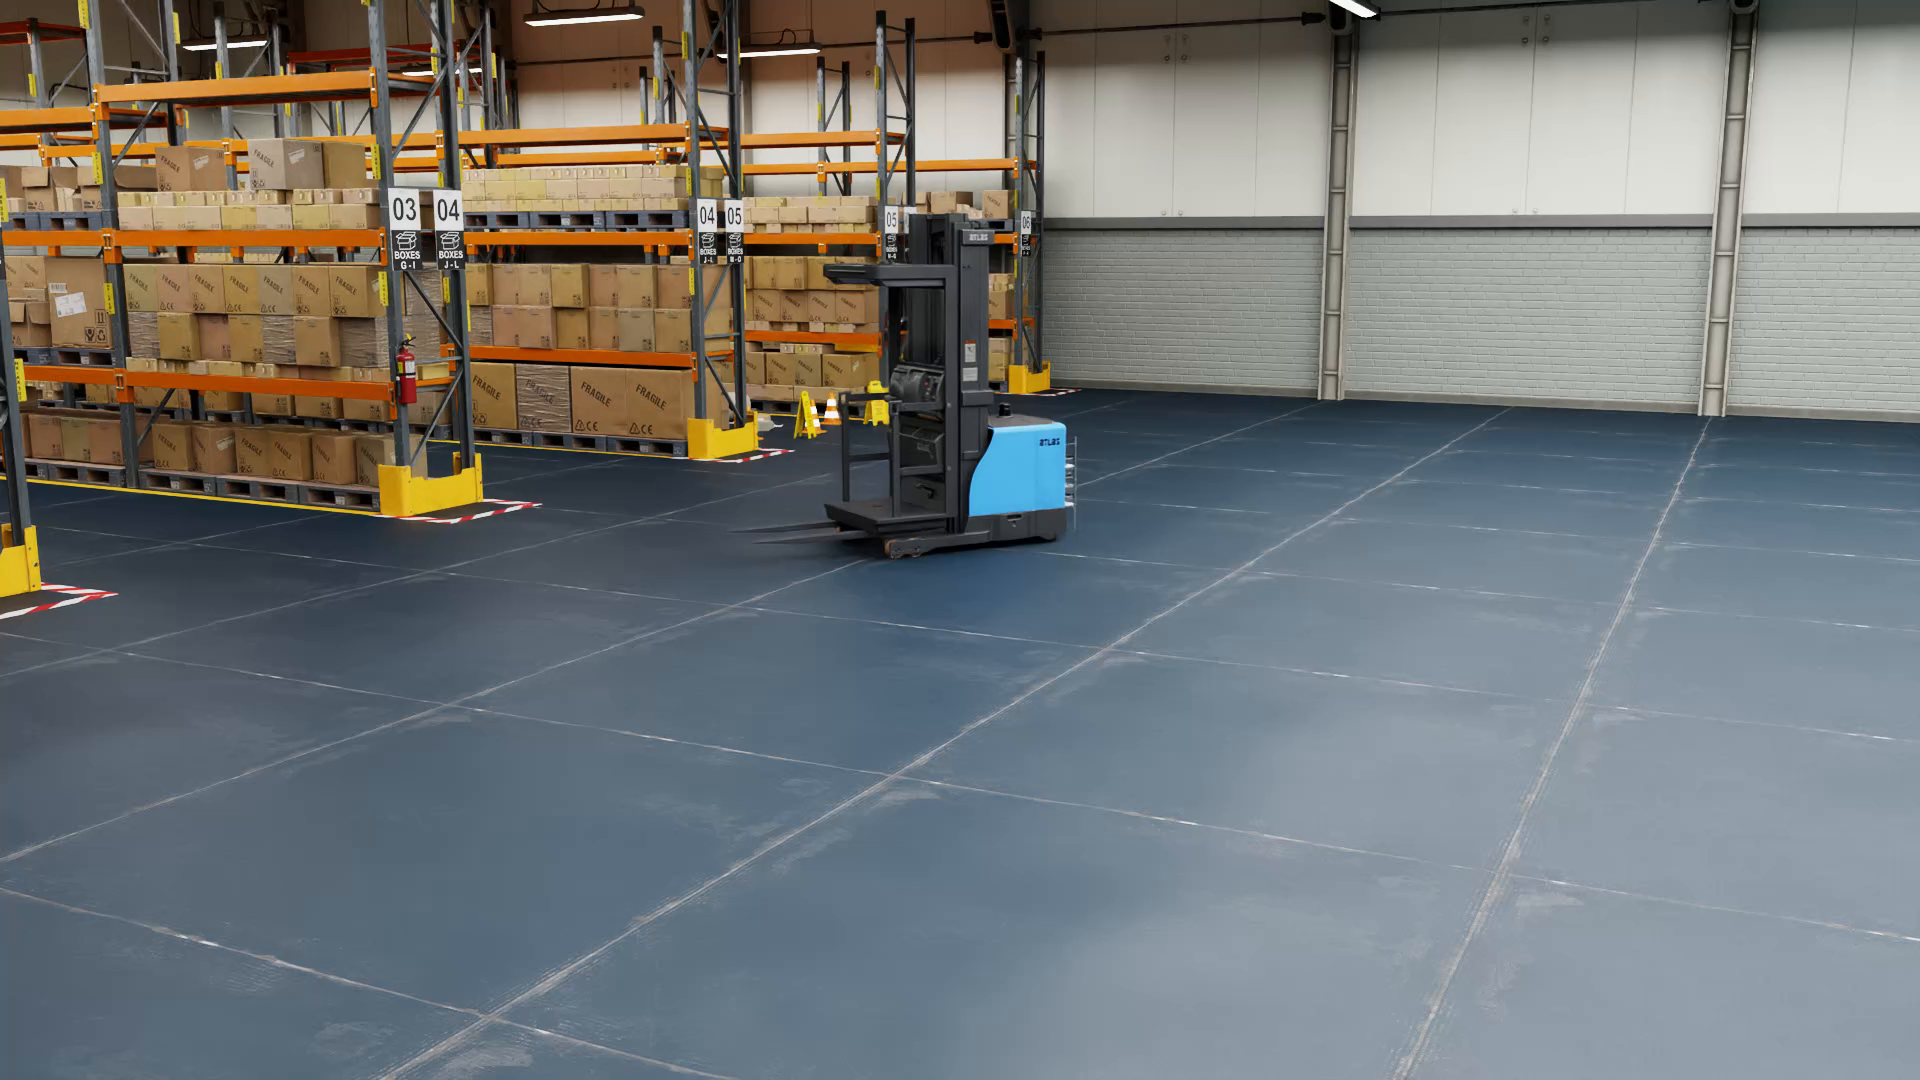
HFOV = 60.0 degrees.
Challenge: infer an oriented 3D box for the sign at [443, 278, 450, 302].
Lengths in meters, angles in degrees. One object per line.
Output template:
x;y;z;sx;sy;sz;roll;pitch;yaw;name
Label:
-6.873;-3.347;22.270;0.005;0.325;0.100;5;11;26;sign

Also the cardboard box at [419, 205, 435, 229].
-5.658;-3.285;16.959;0.500;0.250;0.500;5;12;28;cardboard box

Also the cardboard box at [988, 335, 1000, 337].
0.441;-3.632;30.611;0.500;0.250;0.500;5;11;26;cardboard box

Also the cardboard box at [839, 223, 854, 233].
-1.636;-4.737;25.263;0.250;0.149;0.380;5;11;26;cardboard box

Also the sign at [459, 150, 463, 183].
-5.100;-3.797;16.909;0.005;0.325;0.100;5;11;26;sign

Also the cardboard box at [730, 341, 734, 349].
-3.585;-3.094;26.520;0.250;0.149;0.380;6;12;28;cardboard box

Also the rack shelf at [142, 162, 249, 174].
-13.510;-6.891;31.181;4.000;0.370;1.077;5;11;26;rack shelf

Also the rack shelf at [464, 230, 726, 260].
-4.848;-3.868;21.775;4.000;0.370;1.077;5;11;26;rack shelf

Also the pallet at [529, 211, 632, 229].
-4.823;-4.173;21.692;1.213;0.211;1.003;5;11;26;pallet

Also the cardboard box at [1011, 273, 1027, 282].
1.031;-4.755;30.143;0.250;0.149;0.380;5;11;25;cardboard box

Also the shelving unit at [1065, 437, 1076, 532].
0.926;-0.522;15.589;0.258;0.900;0.210;-8;13;-38;shelving unit

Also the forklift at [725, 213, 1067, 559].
-0.564;-1.386;14.656;3.031;2.935;1.130;-6;12;-29;forklift

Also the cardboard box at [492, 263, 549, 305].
-5.782;-3.449;22.412;0.550;0.550;0.875;5;11;26;cardboard box

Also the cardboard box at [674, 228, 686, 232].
-4.369;-4.990;26.661;0.250;0.149;0.380;5;11;25;cardboard box

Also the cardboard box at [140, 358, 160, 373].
-8.649;-1.909;18.059;0.250;0.149;0.380;5;11;26;cardboard box

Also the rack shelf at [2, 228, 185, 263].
-10.721;-3.399;19.184;4.000;0.370;1.077;5;11;26;rack shelf

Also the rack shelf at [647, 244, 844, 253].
-4.143;-5.774;32.311;4.000;0.370;1.077;5;11;26;rack shelf

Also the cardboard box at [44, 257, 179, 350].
-9.578;-2.706;18.895;1.000;1.000;1.000;5;11;26;cardboard box

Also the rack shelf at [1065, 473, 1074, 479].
0.926;-0.578;15.579;0.258;0.077;0.200;-8;13;-38;rack shelf

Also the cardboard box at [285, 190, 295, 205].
-6.605;-3.473;16.876;0.250;0.149;0.380;5;11;26;cardboard box

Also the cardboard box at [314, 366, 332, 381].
-6.375;-1.723;17.034;0.250;0.149;0.380;5;11;26;cardboard box

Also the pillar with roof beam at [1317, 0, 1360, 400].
4.488;-6.170;24.054;0.548;9.000;9.100;5;11;26;pillar with roof beam

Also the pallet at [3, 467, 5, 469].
-11.814;-1.000;20.165;1.213;0.211;1.003;5;11;26;pallet

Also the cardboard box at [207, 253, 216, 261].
-13.951;-5.331;31.354;0.250;0.149;0.380;5;11;26;cardboard box

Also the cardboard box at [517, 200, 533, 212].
-5.552;-4.349;21.658;0.250;0.149;0.380;5;11;25;cardboard box

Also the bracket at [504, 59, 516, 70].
-9.534;-9.958;34.876;0.430;0.232;0.235;5;11;26;bracket

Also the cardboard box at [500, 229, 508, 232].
-7.693;-5.355;28.349;0.258;0.266;0.396;5;11;26;cardboard box

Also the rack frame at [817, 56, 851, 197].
-2.349;-7.447;31.109;0.127;3.000;1.000;5;11;26;rack frame

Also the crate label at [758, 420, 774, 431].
-2.830;-1.654;23.984;0.298;0.136;0.250;-1;10;-4;crate label

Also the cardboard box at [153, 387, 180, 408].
-11.880;-2.286;25.277;0.500;0.500;0.500;4;11;23;cardboard box

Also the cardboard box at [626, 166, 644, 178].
-3.960;-4.601;20.814;0.250;0.149;0.380;5;12;27;cardboard box

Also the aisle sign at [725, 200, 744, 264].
-2.858;-3.910;21.110;0.004;0.787;0.394;5;11;26;aisle sign

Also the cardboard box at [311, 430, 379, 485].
-6.444;-0.874;17.477;0.500;0.500;0.500;9;14;41;cardboard box

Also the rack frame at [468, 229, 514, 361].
-8.129;-4.017;29.003;0.127;3.000;1.000;5;11;26;rack frame

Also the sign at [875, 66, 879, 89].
-1.219;-6.789;24.407;0.005;0.325;0.100;5;11;26;sign

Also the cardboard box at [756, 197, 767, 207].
-2.973;-5.260;25.916;0.250;0.149;0.380;5;12;27;cardboard box

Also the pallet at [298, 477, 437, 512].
-6.121;-0.507;17.441;1.213;0.211;1.003;5;11;26;pallet

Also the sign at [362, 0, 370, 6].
-5.604;-5.206;15.662;0.005;0.325;0.100;5;11;26;sign

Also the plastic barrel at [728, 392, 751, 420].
-3.477;-2.040;25.312;0.512;0.421;0.421;-4;11;-23;plastic barrel

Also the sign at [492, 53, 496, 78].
-6.374;-6.480;22.697;0.005;0.325;0.100;5;11;26;sign

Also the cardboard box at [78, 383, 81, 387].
-14.266;-2.569;26.994;0.250;0.149;0.380;5;11;26;cardboard box

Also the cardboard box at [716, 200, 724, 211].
-3.220;-4.275;21.249;0.250;0.149;0.380;5;11;26;cardboard box

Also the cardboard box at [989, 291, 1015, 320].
0.680;-4.226;29.875;0.500;0.500;0.500;5;11;25;cardboard box

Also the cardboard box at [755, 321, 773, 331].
-3.020;-3.384;26.213;0.250;0.149;0.380;5;11;26;cardboard box

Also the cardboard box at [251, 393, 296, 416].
-9.723;-2.256;24.409;0.750;0.750;1.050;5;11;25;cardboard box

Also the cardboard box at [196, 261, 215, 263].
-14.068;-5.026;31.492;0.500;0.500;0.500;5;11;25;cardboard box

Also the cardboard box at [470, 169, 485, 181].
-6.236;-4.801;21.918;0.250;0.149;0.380;5;11;25;cardboard box

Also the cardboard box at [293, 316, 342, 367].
-6.323;-2.067;17.115;0.500;0.500;0.875;5;11;26;cardboard box

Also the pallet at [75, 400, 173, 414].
-13.117;-2.100;26.243;1.213;0.211;1.003;5;11;26;pallet

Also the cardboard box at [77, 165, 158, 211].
-9.305;-3.905;18.495;0.637;0.503;0.797;4;11;23;cardboard box

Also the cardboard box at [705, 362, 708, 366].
-4.133;-2.835;26.907;0.500;0.500;0.500;6;12;29;cardboard box

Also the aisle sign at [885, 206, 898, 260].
-1.028;-4.615;25.005;0.004;0.787;0.394;5;11;26;aisle sign

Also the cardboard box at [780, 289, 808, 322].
-2.458;-3.661;25.920;0.500;0.500;0.500;5;11;26;cardboard box

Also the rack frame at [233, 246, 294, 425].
-10.229;-3.218;24.591;0.127;3.000;1.000;5;11;26;rack frame
